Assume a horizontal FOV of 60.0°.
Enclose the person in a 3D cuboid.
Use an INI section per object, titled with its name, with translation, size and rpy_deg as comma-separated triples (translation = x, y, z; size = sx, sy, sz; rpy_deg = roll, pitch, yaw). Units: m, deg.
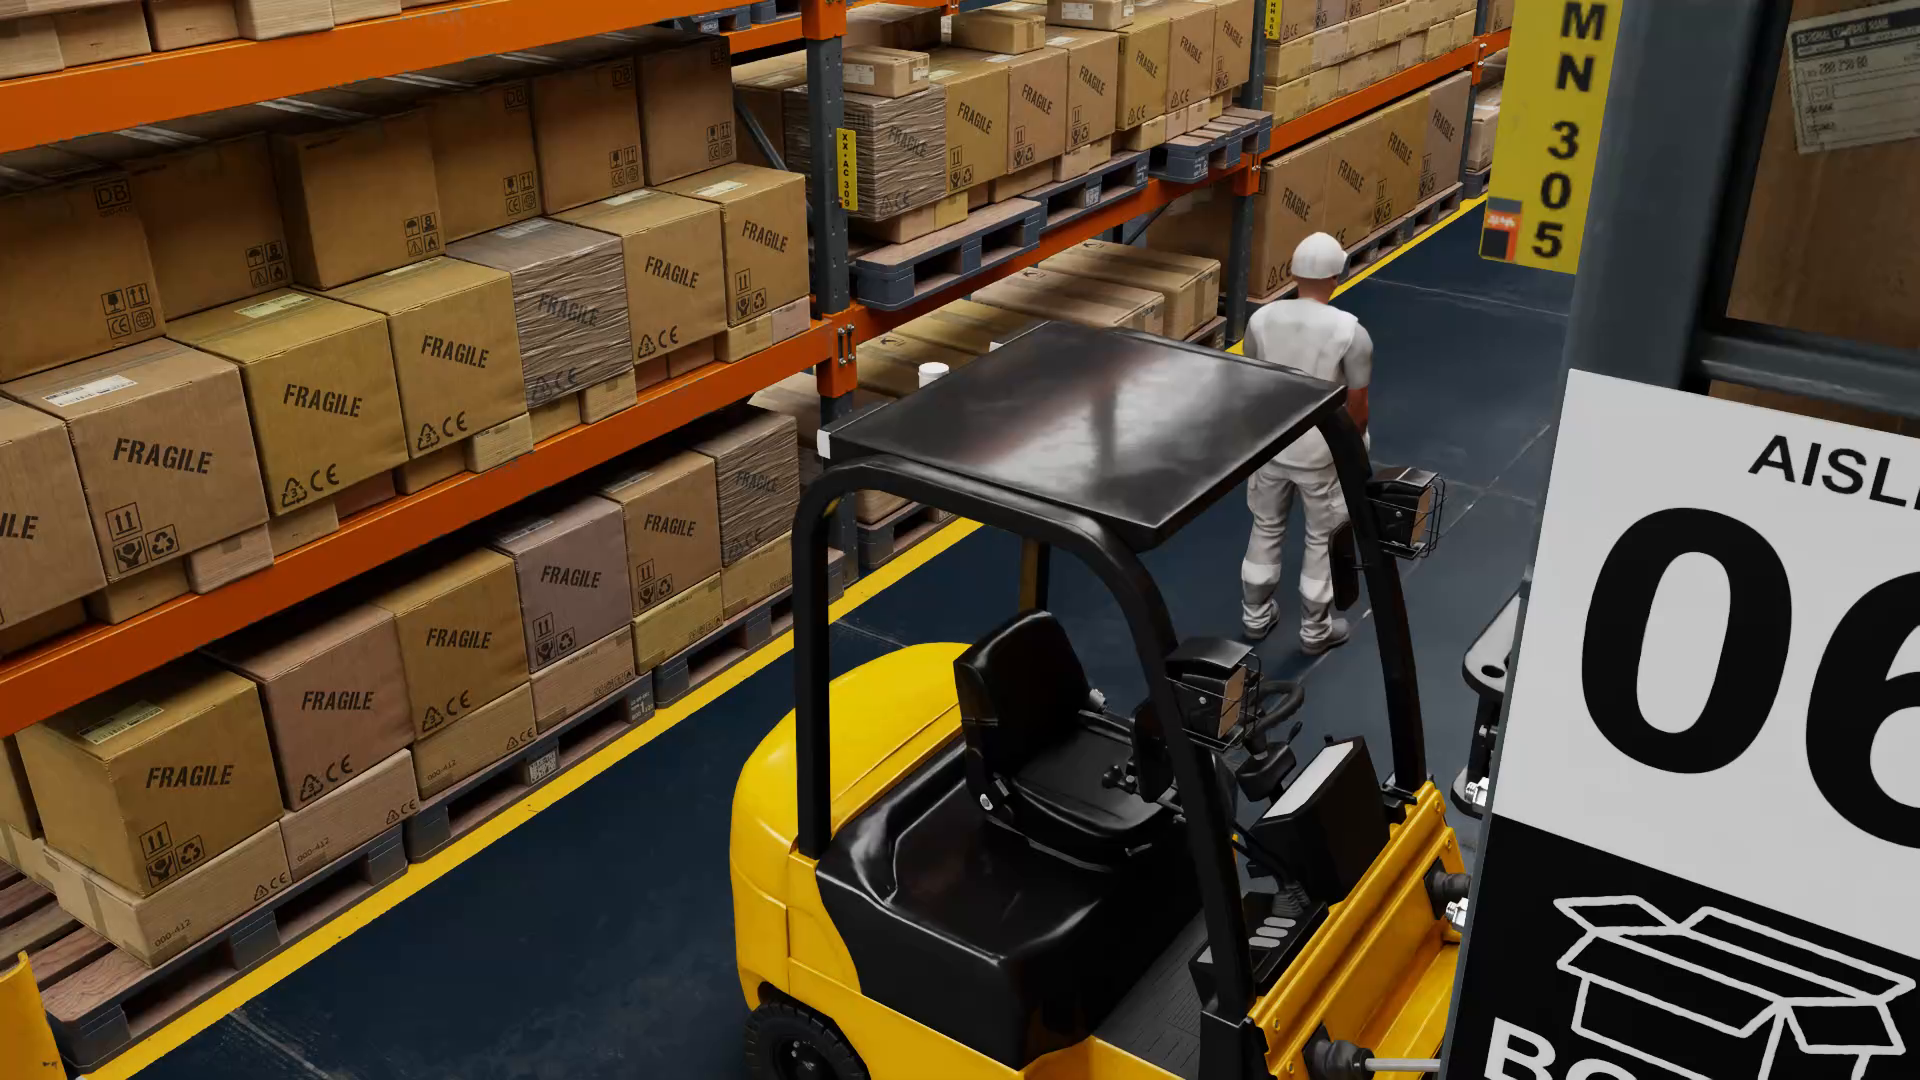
[person]
translation = 1.408, -0.388, 6.859
size = 0.539, 1.790, 0.437
rpy_deg = 16, 31, 29
